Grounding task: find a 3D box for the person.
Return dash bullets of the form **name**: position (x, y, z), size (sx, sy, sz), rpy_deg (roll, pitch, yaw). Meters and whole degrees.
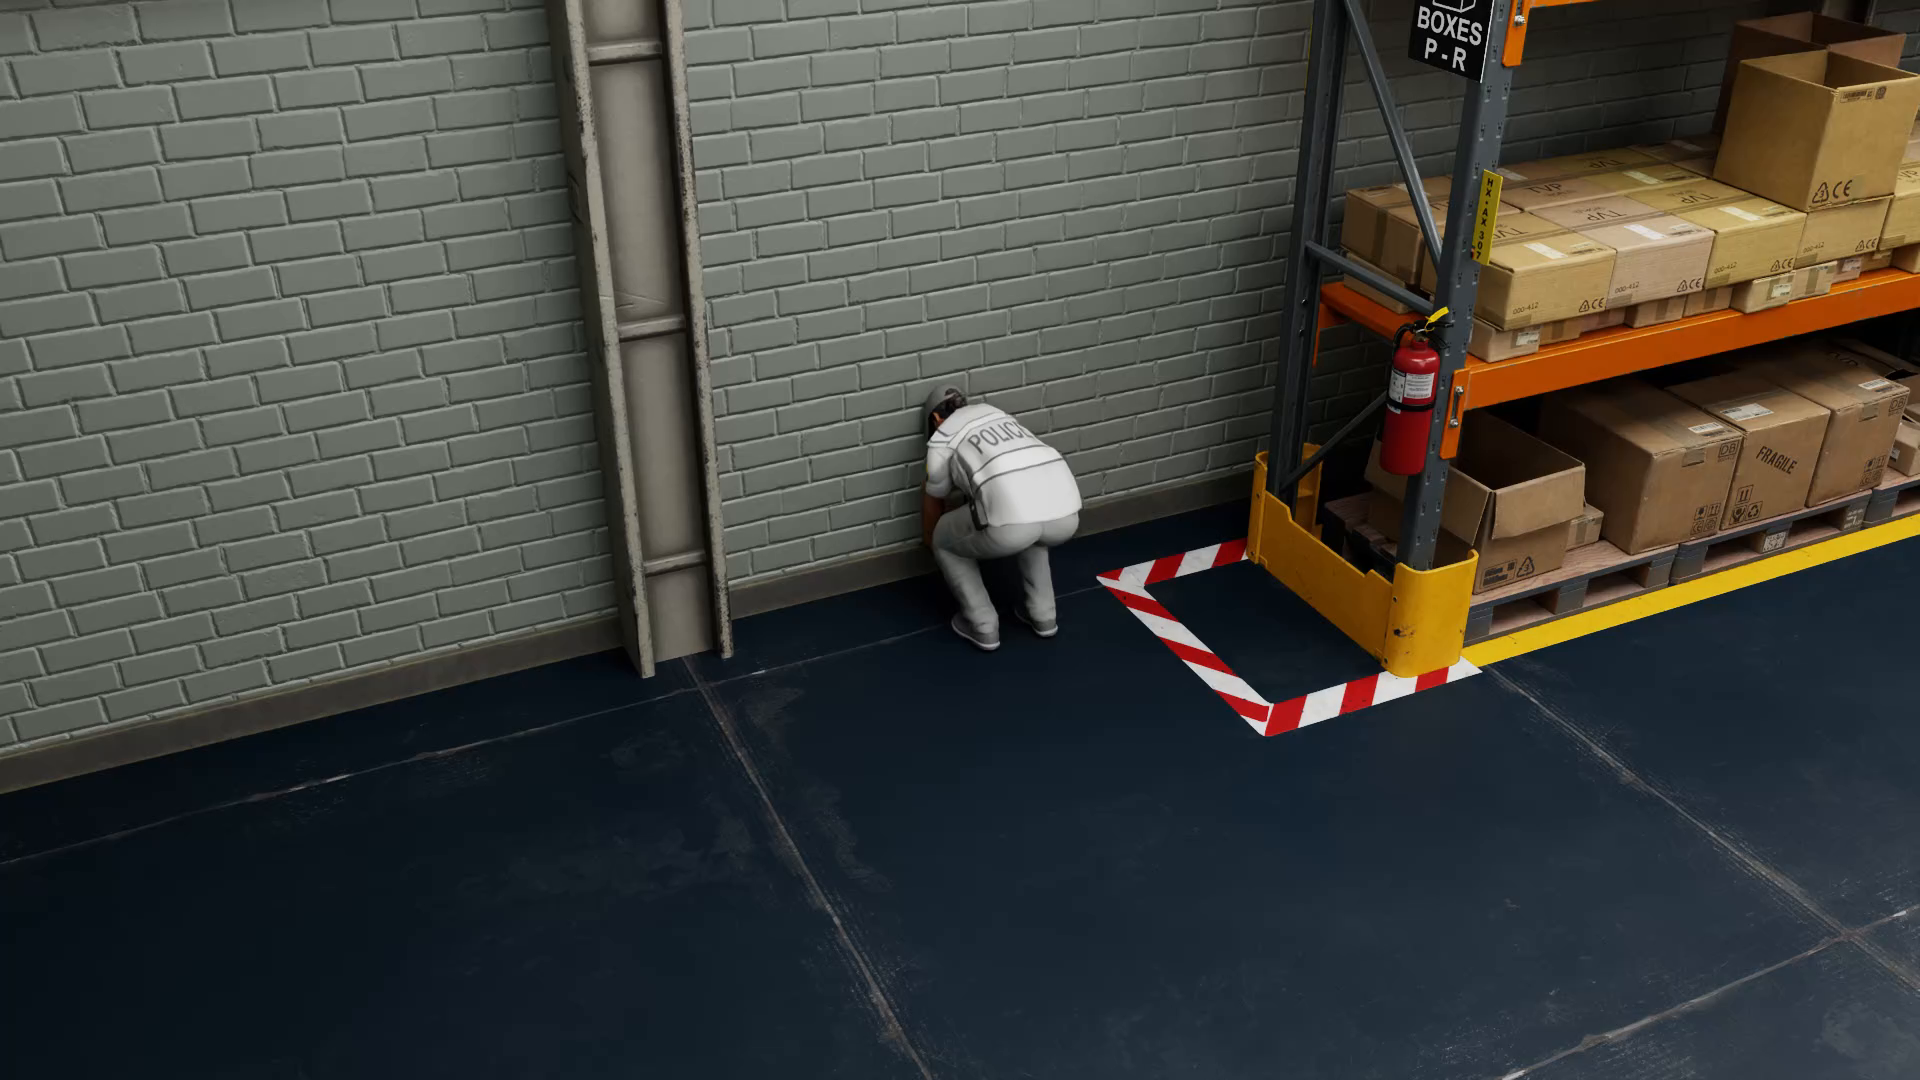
- **person**: position (0.129, -0.090, 7.013), size (0.521, 0.950, 0.929), rpy_deg (-15, 33, -24)
